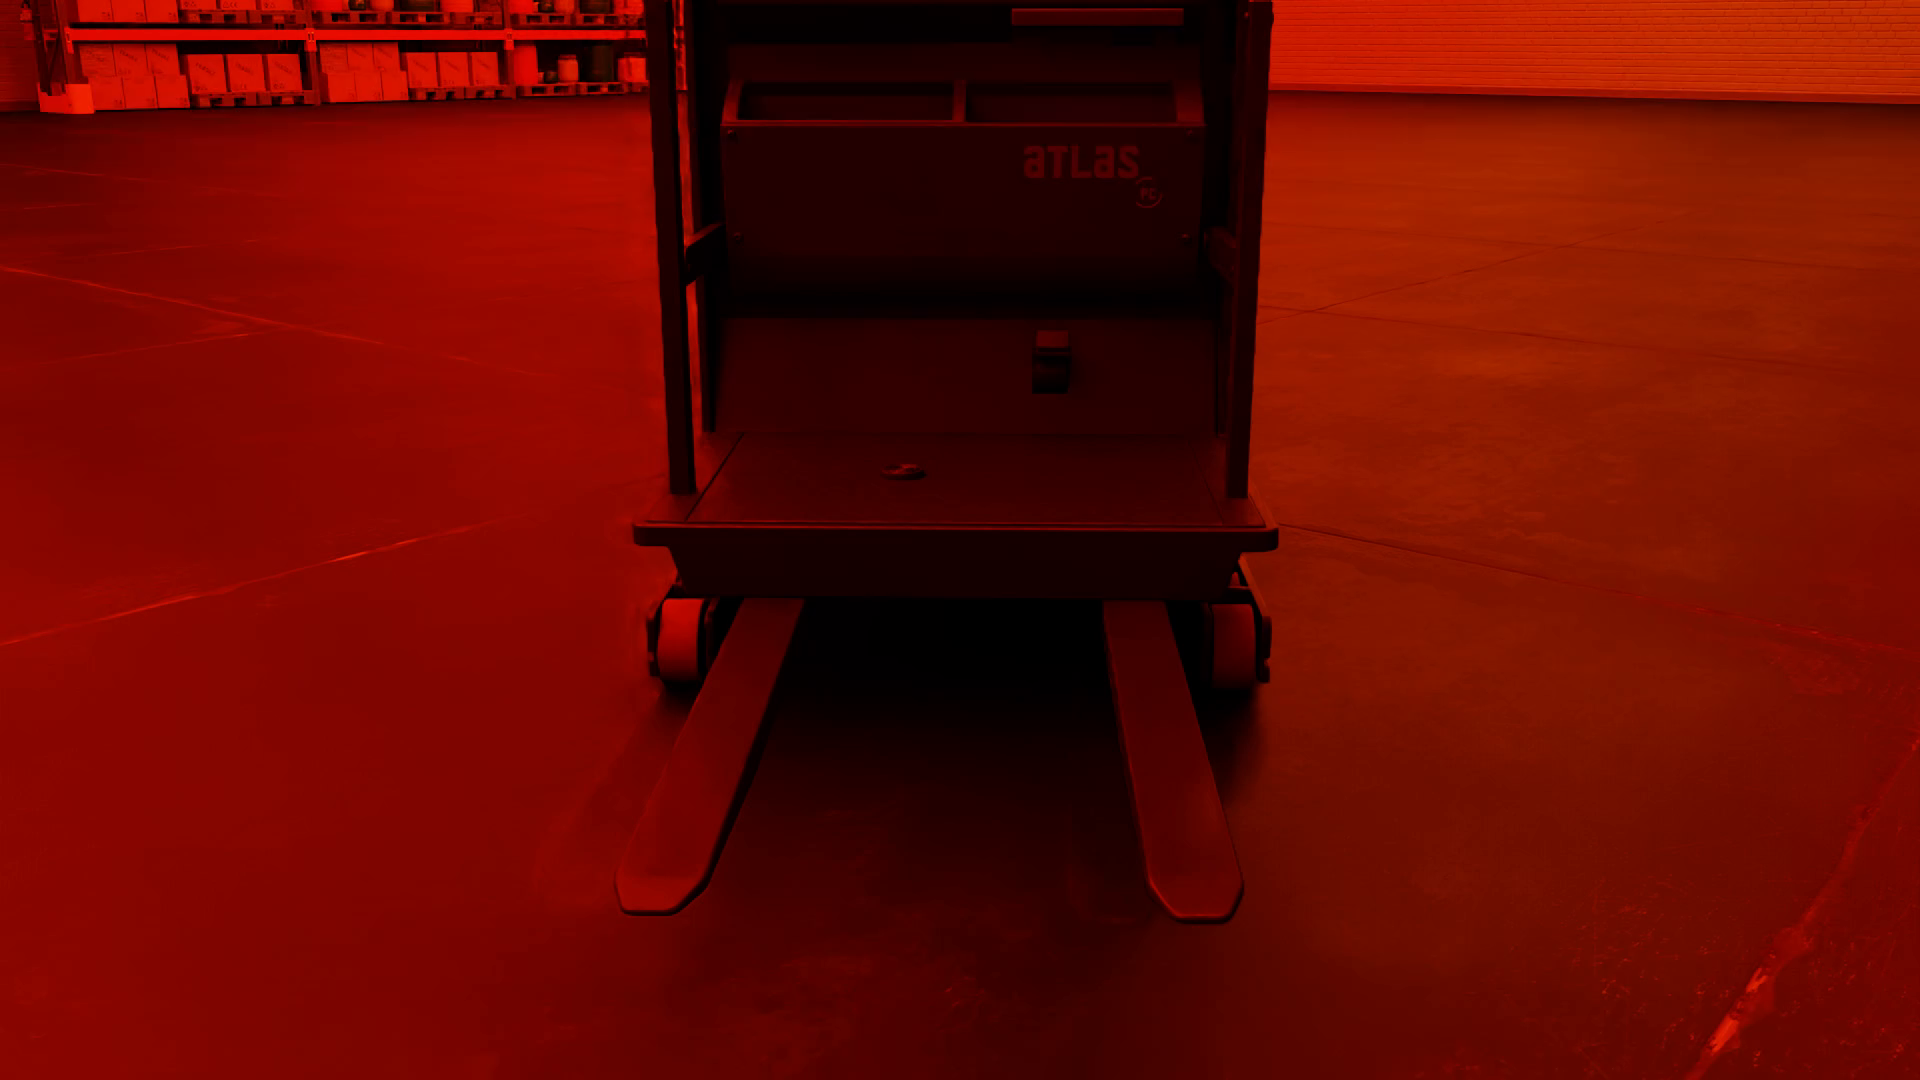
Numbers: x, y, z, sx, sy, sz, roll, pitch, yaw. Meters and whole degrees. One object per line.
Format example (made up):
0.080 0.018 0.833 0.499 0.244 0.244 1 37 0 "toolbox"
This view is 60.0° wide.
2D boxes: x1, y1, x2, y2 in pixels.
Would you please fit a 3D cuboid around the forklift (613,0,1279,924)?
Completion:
0.002 -1.218 2.909 1.130 2.935 3.031 0 17 2 "forklift"
